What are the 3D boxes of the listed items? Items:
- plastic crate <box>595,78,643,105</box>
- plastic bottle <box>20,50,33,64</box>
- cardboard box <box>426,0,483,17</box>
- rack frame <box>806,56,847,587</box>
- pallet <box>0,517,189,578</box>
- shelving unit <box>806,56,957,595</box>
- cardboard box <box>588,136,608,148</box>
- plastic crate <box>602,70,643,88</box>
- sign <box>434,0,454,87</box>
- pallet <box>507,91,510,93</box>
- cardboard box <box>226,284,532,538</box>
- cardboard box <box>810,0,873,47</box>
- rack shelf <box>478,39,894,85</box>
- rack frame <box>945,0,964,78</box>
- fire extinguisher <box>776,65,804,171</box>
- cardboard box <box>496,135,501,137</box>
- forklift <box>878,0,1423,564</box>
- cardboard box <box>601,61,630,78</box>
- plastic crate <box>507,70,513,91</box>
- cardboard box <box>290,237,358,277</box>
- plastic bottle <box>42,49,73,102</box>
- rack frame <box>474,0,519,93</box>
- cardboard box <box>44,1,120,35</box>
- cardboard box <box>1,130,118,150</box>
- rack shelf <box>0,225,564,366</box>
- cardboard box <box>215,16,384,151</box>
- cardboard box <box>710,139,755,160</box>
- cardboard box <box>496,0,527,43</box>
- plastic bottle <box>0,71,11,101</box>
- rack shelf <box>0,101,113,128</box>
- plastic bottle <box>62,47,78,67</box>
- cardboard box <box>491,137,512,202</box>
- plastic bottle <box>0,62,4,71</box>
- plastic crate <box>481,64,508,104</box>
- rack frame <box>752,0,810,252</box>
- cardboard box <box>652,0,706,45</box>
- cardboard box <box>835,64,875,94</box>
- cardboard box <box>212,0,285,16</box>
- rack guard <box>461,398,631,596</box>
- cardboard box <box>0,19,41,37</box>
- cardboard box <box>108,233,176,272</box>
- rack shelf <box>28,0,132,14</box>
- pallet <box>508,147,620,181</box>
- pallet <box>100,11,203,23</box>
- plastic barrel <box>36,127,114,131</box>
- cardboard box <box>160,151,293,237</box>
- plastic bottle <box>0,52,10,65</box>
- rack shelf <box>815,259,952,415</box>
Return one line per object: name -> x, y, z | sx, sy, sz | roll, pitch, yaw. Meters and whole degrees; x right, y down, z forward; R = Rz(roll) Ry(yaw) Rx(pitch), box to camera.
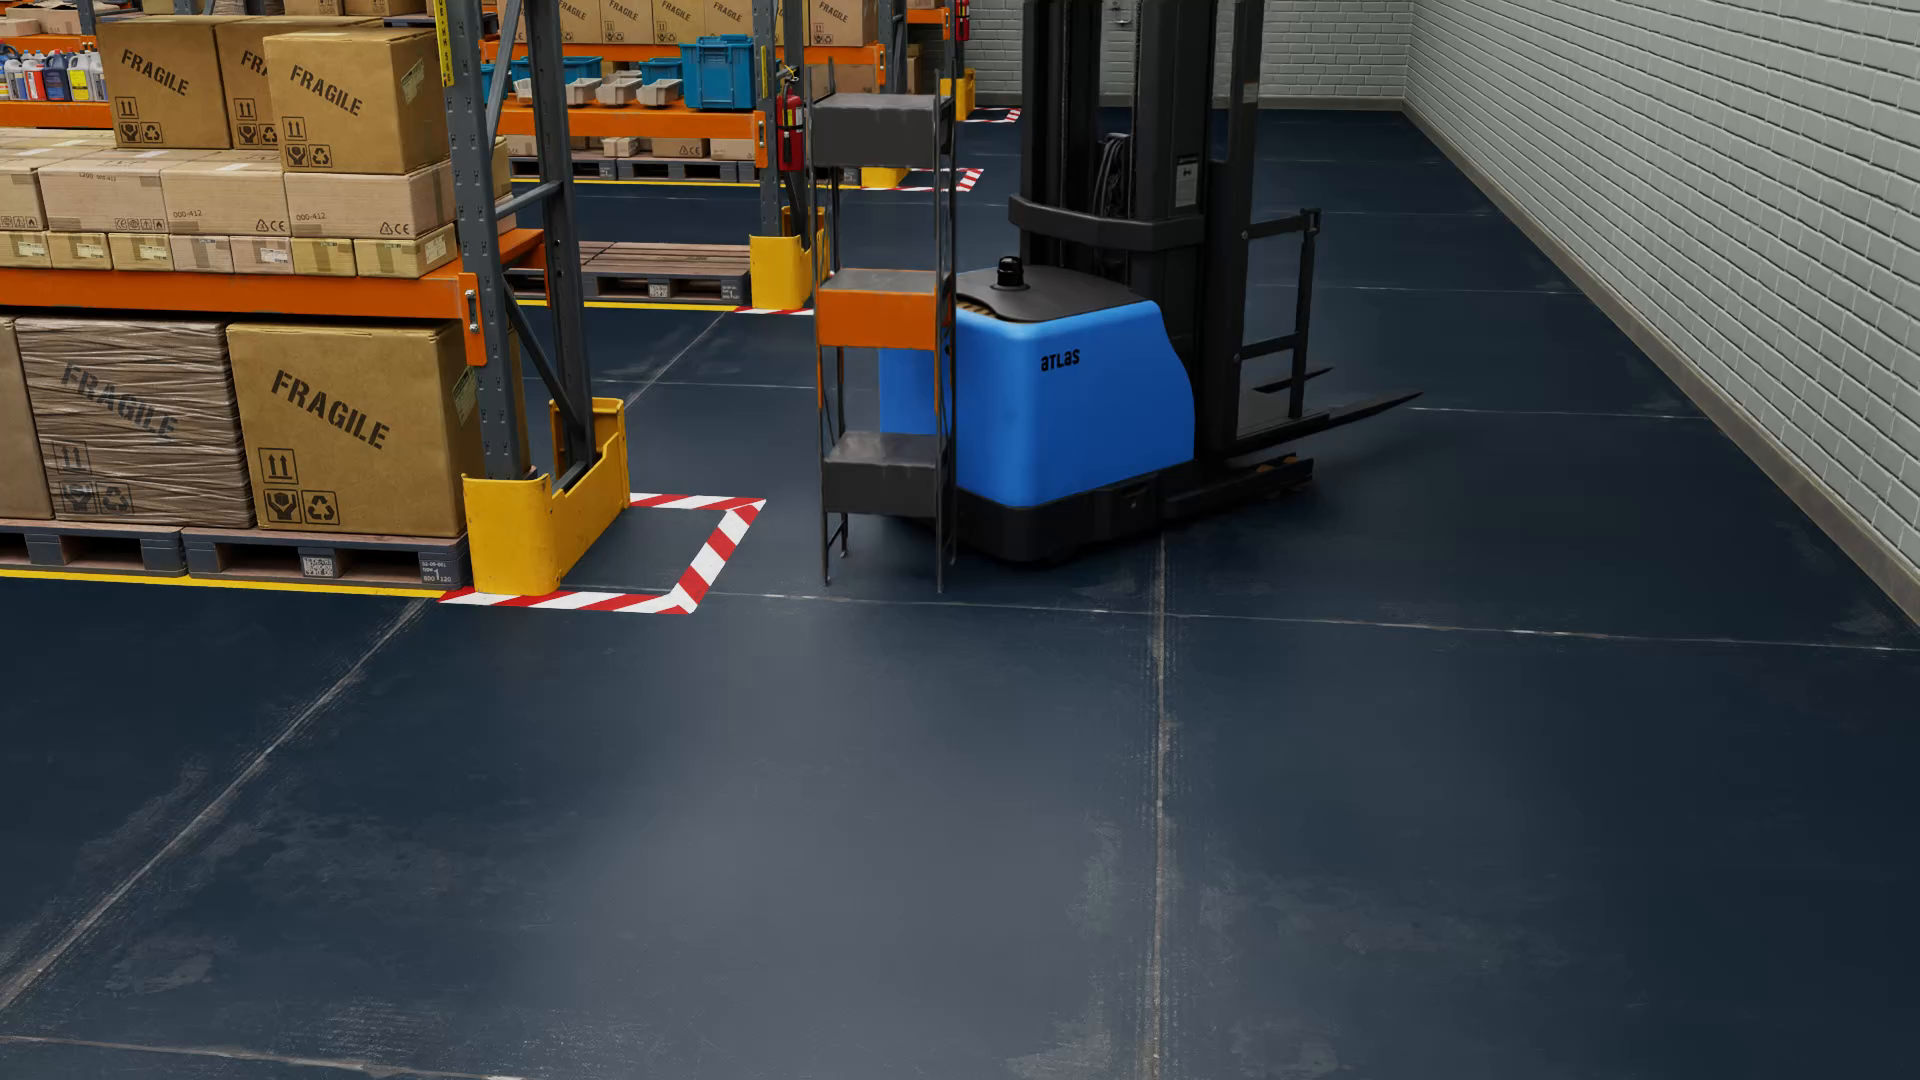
plastic crate -> -2.349, -3.082, 11.434 | 0.243, 0.136, 0.396 | 2, 22, 6
plastic bottle -> -6.977, -3.532, 12.469 | 0.097, 0.271, 0.097 | 0, 22, 0
cardboard box -> -5.061, -5.516, 16.604 | 0.500, 0.500, 0.700 | -5, 22, -12
rack frame -> -0.535, -0.852, 6.739 | 0.015, 2.100, 0.400 | 3, 22, 8
pallet -> -3.826, -0.145, 7.519 | 1.213, 0.211, 1.003 | 2, 22, 6
shelving unit -> -0.294, -0.838, 6.703 | 0.503, 2.100, 0.431 | 3, 22, 8
cardboard box -> -3.638, -4.135, 17.098 | 0.250, 0.149, 0.380 | 2, 22, 6
plastic crate -> -2.420, -3.300, 11.984 | 0.298, 0.136, 0.250 | 2, 22, 6
sign -> -1.892, -1.833, 6.099 | 0.005, 0.325, 0.100 | 2, 22, 6
pallet -> -6.028, -5.741, 21.675 | 1.213, 0.211, 1.003 | 2, 22, 6
cardboard box -> -2.459, -0.588, 7.165 | 0.875, 0.875, 0.875 | 2, 22, 6
cardboard box -> -1.122, -4.965, 15.783 | 0.500, 0.500, 0.500 | 3, 22, 8
rack shelf -> -2.631, -4.751, 16.354 | 4.000, 0.370, 1.077 | 2, 22, 6
rack frame -> -0.065, -6.807, 20.578 | 0.127, 3.000, 1.000 | 2, 22, 6
fire extinguisher -> -1.135, -2.808, 11.076 | 0.183, 0.674, 0.296 | 2, 22, 6
cardboard box -> -5.069, -4.324, 17.098 | 0.500, 0.500, 0.500 | 2, 22, 4
forklift -> 1.080, -1.689, 7.725 | 3.031, 2.935, 1.130 | -17, 27, -36
cardboard box -> -4.698, -6.157, 21.285 | 0.750, 0.750, 0.750 | 3, 22, 7
plastic crate -> -3.439, -3.303, 11.992 | 0.466, 0.136, 0.293 | 2, 22, 6
cardboard box -> -2.465, -1.171, 6.663 | 0.250, 0.149, 0.380 | 3, 22, 7
plastic bottle -> -6.338, -3.269, 11.695 | 0.185, 0.351, 0.144 | 2, 22, 6
rack frame -> -4.617, -5.172, 16.441 | 0.127, 3.000, 1.000 | 2, 22, 6
cardboard box -> -8.945, -5.335, 16.975 | 0.500, 0.311, 0.500 | 4, 22, 10
cardboard box -> -3.793, -1.634, 7.291 | 0.500, 0.250, 0.500 | 2, 22, 5
rack shelf -> -3.800, -1.134, 7.206 | 4.000, 0.370, 1.077 | 2, 22, 6
cardboard box -> -2.756, -1.940, 7.047 | 0.500, 0.500, 0.500 | 2, 22, 5
cardboard box -> -2.154, -3.910, 16.392 | 0.500, 0.250, 0.500 | 2, 22, 6
cardboard box -> -4.143, -5.097, 16.115 | 0.500, 0.500, 0.500 | 3, 22, 8
plastic bottle -> -6.749, -3.208, 11.746 | 0.097, 0.201, 0.097 | 0, 22, 0
rack shelf -> -7.190, -3.115, 12.218 | 4.000, 0.370, 1.077 | 2, 22, 6
plastic bottle -> -6.321, -3.321, 11.828 | 0.185, 0.351, 0.144 | 2, 22, 6
cardboard box -> -2.259, -1.570, 7.130 | 0.500, 0.250, 0.500 | 2, 22, 5
plastic bottle -> -6.864, -3.302, 11.888 | 0.097, 0.271, 0.097 | 0, 22, 0
plastic crate -> -3.301, -3.136, 11.437 | 0.300, 0.233, 0.416 | 2, 22, 6
rack frame -> -1.231, -3.190, 11.429 | 0.127, 3.000, 1.000 | 2, 22, 6
cardboard box -> -2.632, -5.032, 15.951 | 0.500, 0.500, 0.500 | 2, 22, 6
cardboard box -> -1.269, -5.856, 21.000 | 0.500, 0.500, 0.700 | 2, 22, 6
cardboard box -> -7.065, -5.491, 16.542 | 0.500, 0.500, 0.700 | 7, 23, 16
rack guard -> -1.790, -0.218, 7.312 | 0.348, 0.500, 1.175 | 2, 22, 6
cardboard box -> -9.515, -5.166, 16.768 | 0.250, 0.149, 0.380 | 2, 22, 6
cardboard box -> -3.221, -1.204, 6.747 | 0.250, 0.149, 0.380 | 2, 22, 5
rack shelf -> -9.996, -6.905, 21.805 | 4.000, 0.370, 1.077 | 2, 22, 6
pallet -> -3.935, -3.845, 16.878 | 1.213, 0.211, 1.003 | 2, 22, 6
pallet -> -7.908, -5.252, 16.905 | 1.003, 0.211, 1.213 | 2, 22, 6
plastic barrel -> -6.445, -2.643, 12.328 | 0.708, 0.901, 0.600 | 2, 22, 6
cardboard box -> -2.830, -1.397, 6.692 | 0.500, 0.250, 0.500 | 2, 22, 5
plastic bottle -> -7.090, -3.483, 12.346 | 0.097, 0.271, 0.097 | 0, 22, 0
rack shelf -> -0.294, -0.825, 6.708 | 0.480, 0.518, 0.431 | 3, 22, 8
